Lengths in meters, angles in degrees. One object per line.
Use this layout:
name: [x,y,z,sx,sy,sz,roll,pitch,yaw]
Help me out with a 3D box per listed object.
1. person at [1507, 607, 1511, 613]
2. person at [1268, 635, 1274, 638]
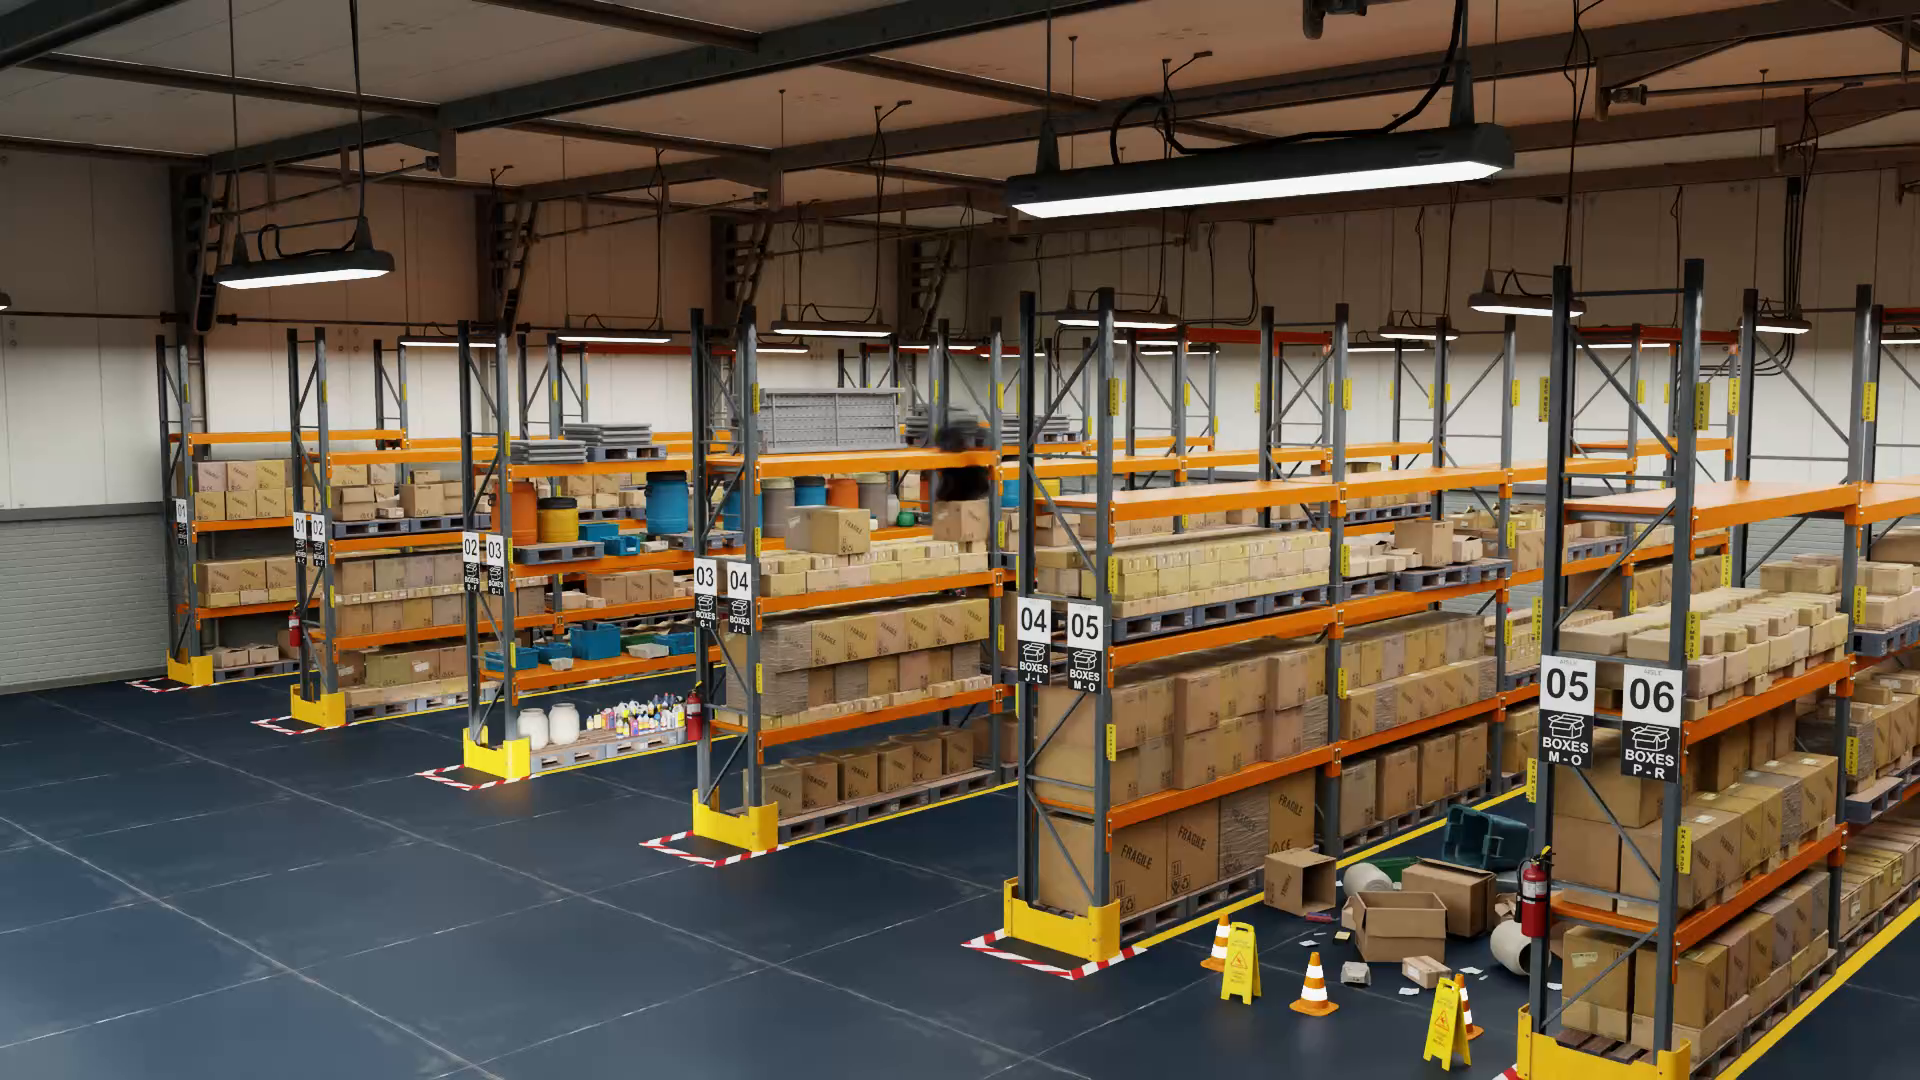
person: [8.529,1.869,26.050,0.648,1.704,0.750,4,7,37]
person: [4.243,2.135,23.306,0.547,1.756,0.777,4,7,34]
